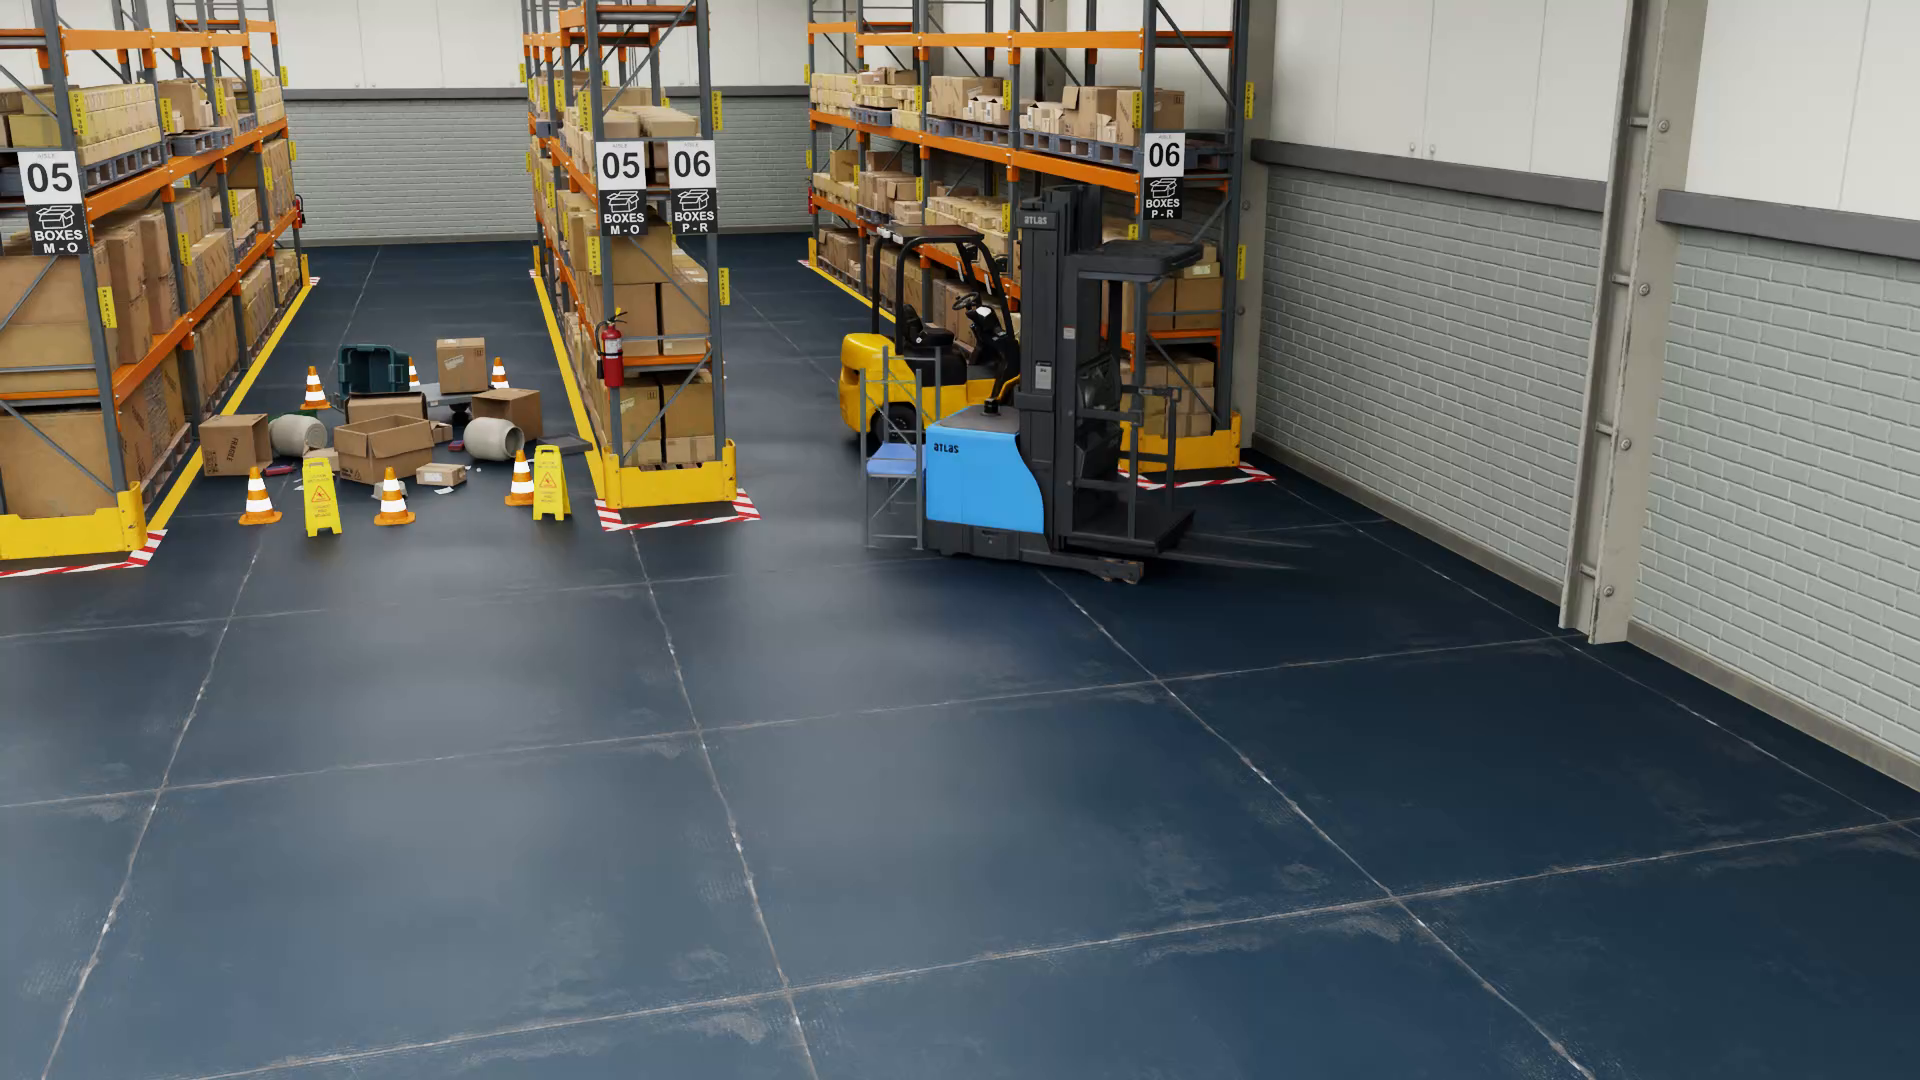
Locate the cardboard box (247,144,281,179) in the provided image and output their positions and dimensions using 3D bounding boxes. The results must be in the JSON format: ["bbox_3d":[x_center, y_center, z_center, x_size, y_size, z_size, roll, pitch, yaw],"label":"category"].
[{"bbox_3d":[-10.938,-5.921,26.021,0.500,0.500,0.500,-5,18,-17],"label":"cardboard box"}]

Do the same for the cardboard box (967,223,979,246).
[{"bbox_3d":[0.395,-3.848,20.941,0.500,0.250,0.500,-4,17,-14],"label":"cardboard box"}]

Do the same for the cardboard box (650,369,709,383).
[{"bbox_3d":[-2.724,-1.421,16.214,0.500,0.500,0.500,-5,18,-17],"label":"cardboard box"}]

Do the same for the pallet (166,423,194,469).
[{"bbox_3d":[-8.310,-0.917,16.637,1.003,0.211,1.213,-5,17,-15],"label":"pallet"}]

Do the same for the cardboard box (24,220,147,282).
[{"bbox_3d":[-8.096,-2.650,15.422,0.875,0.550,0.550,-5,17,-15],"label":"cardboard box"}]

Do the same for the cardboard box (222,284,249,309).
[{"bbox_3d":[-9.500,-3.148,21.530,0.500,0.250,0.500,-6,18,-18],"label":"cardboard box"}]

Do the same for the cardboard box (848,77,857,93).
[{"bbox_3d":[-1.509,-7.362,26.906,0.500,0.250,0.500,-5,17,-15],"label":"cardboard box"}]

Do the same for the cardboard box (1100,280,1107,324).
[{"bbox_3d":[1.637,-2.483,16.829,0.500,0.500,0.500,-4,17,-14],"label":"cardboard box"}]

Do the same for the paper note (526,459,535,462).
[{"bbox_3d":[-4.229,-0.798,16.557,0.142,0.019,0.148,-12,20,-34],"label":"paper note"}]

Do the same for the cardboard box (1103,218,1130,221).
[{"bbox_3d":[1.681,-3.509,18.601,0.380,0.149,0.250,-5,17,-16],"label":"cardboard box"}]

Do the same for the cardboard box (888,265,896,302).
[{"bbox_3d":[-0.797,-3.918,25.396,0.500,0.500,0.500,-5,18,-17],"label":"cardboard box"}]

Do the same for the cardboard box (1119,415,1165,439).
[{"bbox_3d":[1.726,-1.164,16.664,0.500,0.250,0.500,-5,17,-15],"label":"cardboard box"}]

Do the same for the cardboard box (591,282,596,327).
[{"bbox_3d":[-3.160,-2.239,15.501,0.500,0.500,0.500,-5,17,-15],"label":"cardboard box"}]

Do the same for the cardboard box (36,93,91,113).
[{"bbox_3d":[-7.198,-3.496,13.310,0.380,0.149,0.250,-5,17,-15],"label":"cardboard box"}]

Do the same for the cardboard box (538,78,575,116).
[{"bbox_3d":[-5.575,-6.145,23.076,0.500,0.500,0.500,-5,17,-15],"label":"cardboard box"}]

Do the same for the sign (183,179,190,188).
[{"bbox_3d":[-11.162,-5.051,24.049,0.100,0.325,0.005,-5,17,-15],"label":"sign"}]

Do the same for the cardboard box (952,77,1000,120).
[{"bbox_3d":[0.205,-5.620,21.157,0.500,0.500,0.500,-4,17,-14],"label":"cardboard box"}]

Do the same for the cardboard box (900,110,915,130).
[{"bbox_3d":[-0.553,-6.014,23.807,0.500,0.250,0.500,-5,17,-15],"label":"cardboard box"}]

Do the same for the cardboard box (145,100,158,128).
[{"bbox_3d":[-8.062,-4.109,16.043,0.500,0.250,0.500,-5,17,-16],"label":"cardboard box"}]

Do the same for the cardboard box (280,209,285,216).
[{"bbox_3d":[-11.128,-5.316,26.872,0.380,0.149,0.250,-6,18,-18],"label":"cardboard box"}]

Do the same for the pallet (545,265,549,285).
[{"bbox_3d":[-6.715,-4.657,29.088,1.003,0.211,1.213,-5,17,-15],"label":"pallet"}]

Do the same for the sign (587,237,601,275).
[{"bbox_3d":[-3.152,-2.449,14.329,0.100,0.325,0.005,-5,17,-15],"label":"sign"}]

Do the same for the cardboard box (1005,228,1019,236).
[{"bbox_3d":[0.752,-3.717,19.811,0.380,0.149,0.250,-4,17,-13],"label":"cardboard box"}]

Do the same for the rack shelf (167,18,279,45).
[{"bbox_3d":[-11.192,-7.762,25.406,1.077,0.370,4.000,-5,17,-15],"label":"rack shelf"}]

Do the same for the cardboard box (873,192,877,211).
[{"bbox_3d":[-1.126,-5.216,25.608,0.396,0.266,0.258,-4,17,-13],"label":"cardboard box"}]

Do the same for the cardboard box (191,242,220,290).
[{"bbox_3d":[-8.743,-3.102,18.891,0.500,0.500,0.500,-4,17,-14],"label":"cardboard box"}]

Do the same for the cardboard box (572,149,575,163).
[{"bbox_3d":[-3.847,-4.022,17.349,0.380,0.149,0.250,-5,17,-15],"label":"cardboard box"}]

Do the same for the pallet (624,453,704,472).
[{"bbox_3d":[-2.823,-0.695,15.898,1.003,0.211,1.213,-5,17,-15],"label":"pallet"}]

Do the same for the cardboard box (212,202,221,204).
[{"bbox_3d":[-9.772,-4.374,21.973,0.380,0.149,0.250,-4,17,-13],"label":"cardboard box"}]

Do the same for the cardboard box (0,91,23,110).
[{"bbox_3d":[-8.041,-3.657,13.844,0.380,0.149,0.250,-5,17,-15],"label":"cardboard box"}]

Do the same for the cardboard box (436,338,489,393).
[{"bbox_3d":[-5.415,-1.904,18.107,0.500,0.500,0.500,-5,17,-15],"label":"cardboard box"}]

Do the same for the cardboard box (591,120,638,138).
[{"bbox_3d":[-2.990,-3.550,14.393,0.380,0.149,0.250,-5,17,-15],"label":"cardboard box"}]

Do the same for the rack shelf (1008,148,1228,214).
[{"bbox_3d":[1.609,-3.820,17.493,1.077,0.370,4.000,-5,17,-15],"label":"rack shelf"}]

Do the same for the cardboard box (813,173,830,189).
[{"bbox_3d":[-2.373,-6.525,30.203,0.500,0.250,0.500,-5,17,-15],"label":"cardboard box"}]

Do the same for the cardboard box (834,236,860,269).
[{"bbox_3d":[-1.915,-5.034,29.113,0.500,0.500,0.500,-4,17,-14],"label":"cardboard box"}]

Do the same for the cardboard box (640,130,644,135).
[{"bbox_3d":[-2.790,-3.730,15.685,0.500,0.250,0.500,-4,17,-14],"label":"cardboard box"}]

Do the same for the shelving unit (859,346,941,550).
[{"bbox_3d":[-0.486,-0.797,13.997,0.538,1.500,1.048,2,17,8],"label":"shelving unit"}]

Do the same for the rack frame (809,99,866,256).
[{"bbox_3d":[-2.239,-6.601,30.713,1.000,3.000,0.127,-5,17,-15],"label":"rack frame"}]

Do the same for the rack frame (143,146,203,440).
[{"bbox_3d":[-8.444,-2.469,16.957,1.000,3.000,0.127,-5,17,-15],"label":"rack frame"}]

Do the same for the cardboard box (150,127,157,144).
[{"bbox_3d":[-7.967,-3.889,16.003,0.380,0.149,0.250,-4,17,-14],"label":"cardboard box"}]

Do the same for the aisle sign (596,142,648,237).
[{"bbox_3d":[-2.875,-2.987,14.162,0.394,0.787,0.004,-5,17,-15],"label":"aisle sign"}]

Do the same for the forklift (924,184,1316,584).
[{"bbox_3d":[1.273,-1.238,12.979,3.031,2.935,1.130,7,18,23],"label":"forklift"}]

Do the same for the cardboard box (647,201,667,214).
[{"bbox_3d":[-3.501,-3.748,18.668,0.380,0.149,0.250,-5,17,-15],"label":"cardboard box"}]

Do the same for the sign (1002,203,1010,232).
[{"bbox_3d":[0.540,-3.752,19.355,0.100,0.325,0.005,-5,17,-15],"label":"sign"}]

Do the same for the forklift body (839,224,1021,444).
[{"bbox_3d":[-0.117,-2.149,17.367,2.313,2.155,1.214,-5,17,-15],"label":"forklift body"}]

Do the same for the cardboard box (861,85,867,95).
[{"bbox_3d":[-1.308,-6.943,25.654,0.380,0.149,0.250,-5,17,-16],"label":"cardboard box"}]

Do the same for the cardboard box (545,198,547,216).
[{"bbox_3d":[-5.778,-4.841,24.245,0.500,0.250,0.500,-4,17,-15],"label":"cardboard box"}]

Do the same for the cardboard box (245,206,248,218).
[{"bbox_3d":[-10.055,-4.521,22.980,0.380,0.149,0.250,-6,18,-18],"label":"cardboard box"}]

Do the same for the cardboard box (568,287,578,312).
[{"bbox_3d":[-4.921,-3.376,22.939,0.875,0.875,0.875,-5,17,-16],"label":"cardboard box"}]

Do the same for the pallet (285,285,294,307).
[{"bbox_3d":[-11.200,-3.867,26.459,1.003,0.211,1.213,-5,17,-15],"label":"pallet"}]

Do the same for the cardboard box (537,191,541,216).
[{"bbox_3d":[-6.583,-5.537,26.996,0.500,0.500,0.500,-5,17,-16],"label":"cardboard box"}]

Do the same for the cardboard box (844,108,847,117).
[{"bbox_3d":[-1.715,-7.098,27.590,0.380,0.149,0.250,-5,17,-15],"label":"cardboard box"}]

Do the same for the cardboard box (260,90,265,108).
[{"bbox_3d":[-10.676,-6.576,24.808,0.500,0.250,0.500,-5,17,-15],"label":"cardboard box"}]

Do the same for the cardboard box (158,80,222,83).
[{"bbox_3d":[-10.344,-5.931,22.360,0.797,0.503,0.637,-5,17,-16],"label":"cardboard box"}]

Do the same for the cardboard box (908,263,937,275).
[{"bbox_3d":[-0.554,-3.969,24.437,0.380,0.149,0.250,-5,18,-17],"label":"cardboard box"}]

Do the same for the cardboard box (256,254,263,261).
[{"bbox_3d":[-11.733,-4.670,27.477,0.380,0.149,0.250,-4,17,-14],"label":"cardboard box"}]
